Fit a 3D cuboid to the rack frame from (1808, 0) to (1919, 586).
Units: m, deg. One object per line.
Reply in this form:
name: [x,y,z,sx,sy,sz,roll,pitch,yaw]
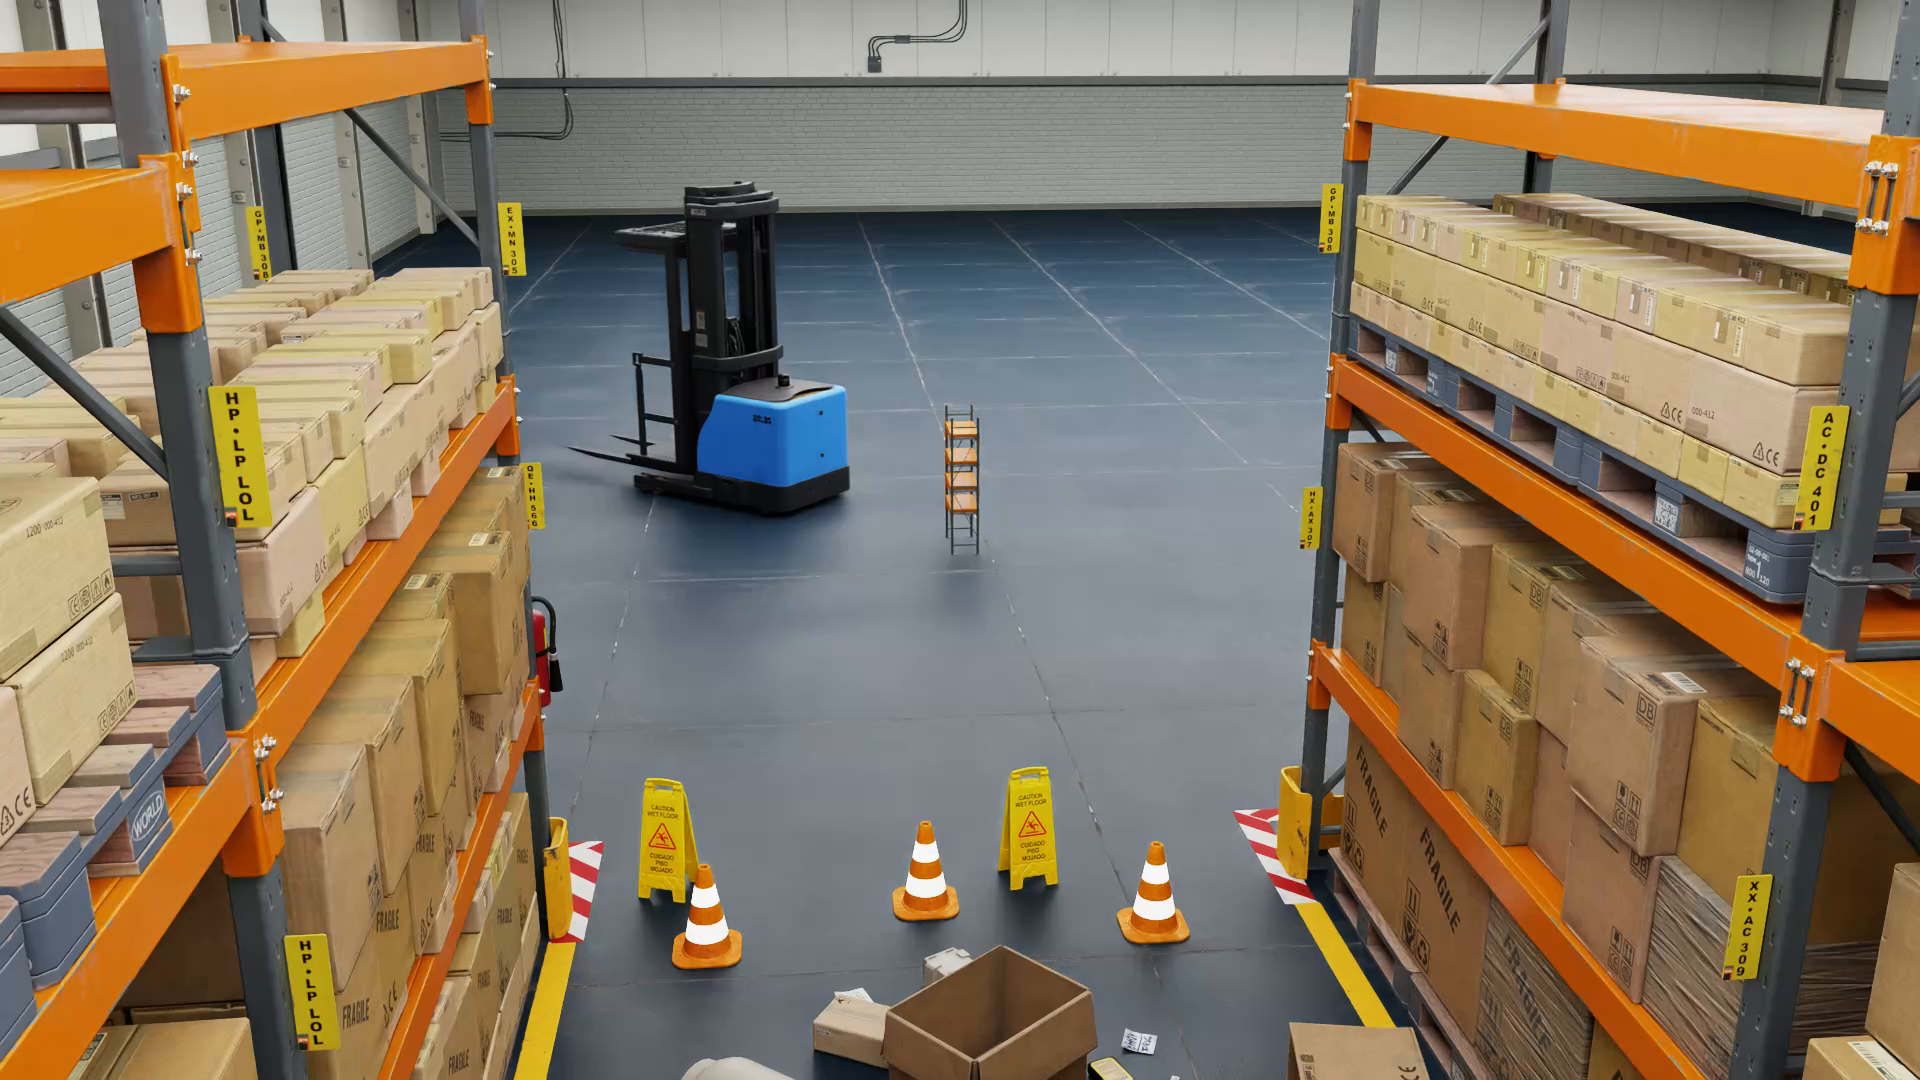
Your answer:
rack frame: [2.749,-1.346,3.941,1.000,3.000,0.127,-2,18,-6]

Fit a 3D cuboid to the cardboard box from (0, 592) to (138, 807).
cardboard box: [-1.959,0.309,3.227,0.500,0.250,0.500,-2,18,-7]

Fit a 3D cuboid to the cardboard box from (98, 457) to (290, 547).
cardboard box: [-1.872,-0.096,4.057,0.380,0.149,0.250,-2,18,-7]

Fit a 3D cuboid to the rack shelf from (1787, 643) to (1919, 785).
rack shelf: [2.956,1.024,2.600,1.077,0.370,4.000,-2,18,-6]

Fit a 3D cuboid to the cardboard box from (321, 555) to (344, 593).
cardboard box: [-2.045,0.062,4.885,0.380,0.149,0.250,-1,17,-4]

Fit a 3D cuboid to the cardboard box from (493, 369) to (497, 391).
cardboard box: [-2.261,-0.706,7.330,0.380,0.149,0.250,-2,18,-5]

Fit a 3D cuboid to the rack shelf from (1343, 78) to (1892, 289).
rack shelf: [2.543,-1.408,6.007,1.077,0.370,4.000,-2,18,-6]

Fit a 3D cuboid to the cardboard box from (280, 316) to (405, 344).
cardboard box: [-2.221,-0.710,6.011,0.380,0.149,0.250,-2,18,-7]

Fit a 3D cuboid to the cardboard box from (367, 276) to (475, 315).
cardboard box: [-2.259,-1.015,6.981,0.380,0.149,0.250,-1,17,-5]

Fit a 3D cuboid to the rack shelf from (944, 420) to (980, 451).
rack shelf: [0.017,-0.898,14.223,0.258,0.148,0.480,-2,18,-6]

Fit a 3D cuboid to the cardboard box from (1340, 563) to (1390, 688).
cardboard box: [2.420,0.362,8.266,0.875,0.550,0.550,-2,18,-6]

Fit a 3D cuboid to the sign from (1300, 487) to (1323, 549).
sign: [1.784,-0.111,8.445,0.100,0.325,0.005,-2,18,-6]

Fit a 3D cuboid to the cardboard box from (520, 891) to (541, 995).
cardboard box: [-2.223,1.859,7.638,0.500,0.250,0.500,-2,18,-6]

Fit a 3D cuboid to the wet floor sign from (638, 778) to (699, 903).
wet floor sign: [-1.532,1.541,8.691,0.267,0.644,0.232,4,18,13]

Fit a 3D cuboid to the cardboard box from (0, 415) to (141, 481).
cardboard box: [-2.455,-0.236,4.500,0.380,0.149,0.250,-1,17,-4]

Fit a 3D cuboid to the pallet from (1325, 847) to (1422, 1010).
pallet: [2.497,1.891,8.302,1.003,0.211,1.213,-2,18,-6]

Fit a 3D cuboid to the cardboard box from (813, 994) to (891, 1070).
cardboard box: [-0.432,2.196,7.435,0.380,0.149,0.250,8,19,23]

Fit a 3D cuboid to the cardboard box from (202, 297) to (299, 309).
cardboard box: [-2.785,-0.844,6.438,0.380,0.149,0.250,-2,18,-6]

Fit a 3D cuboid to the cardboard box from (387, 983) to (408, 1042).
cardboard box: [-2.003,1.489,5.347,0.380,0.149,0.250,-1,17,-4]

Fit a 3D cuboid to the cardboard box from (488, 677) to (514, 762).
cardboard box: [-2.199,0.620,7.030,0.500,0.500,0.500,-2,18,-6]

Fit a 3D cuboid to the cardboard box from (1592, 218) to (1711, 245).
cardboard box: [2.813,-1.223,6.778,0.380,0.149,0.250,-2,18,-5]

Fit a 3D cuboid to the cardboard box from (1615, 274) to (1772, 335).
cardboard box: [2.318,-0.747,5.262,0.380,0.149,0.250,-1,17,-5]

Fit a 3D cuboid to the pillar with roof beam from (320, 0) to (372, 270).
pillar with roof beam: [-6.531,-9.248,29.112,9.100,9.000,0.400,-2,18,-6]

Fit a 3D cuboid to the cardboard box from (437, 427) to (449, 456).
cardboard box: [-2.177,-0.402,6.363,0.380,0.149,0.250,-2,18,-6]

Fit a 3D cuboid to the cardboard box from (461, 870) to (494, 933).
cardboard box: [-2.081,1.443,6.627,0.380,0.149,0.250,-1,17,-3]

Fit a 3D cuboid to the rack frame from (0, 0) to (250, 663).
rack frame: [-2.164,-1.163,3.358,1.000,3.000,0.127,-2,18,-6]

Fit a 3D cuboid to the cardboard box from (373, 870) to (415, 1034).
cardboard box: [-2.007,1.221,5.116,0.500,0.500,0.500,-2,18,-6]

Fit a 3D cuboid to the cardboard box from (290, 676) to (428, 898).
cardboard box: [-2.024,0.742,4.973,0.700,0.500,0.500,-2,18,-5]

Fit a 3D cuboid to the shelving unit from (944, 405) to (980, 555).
shelving unit: [0.017,-0.523,14.340,0.258,1.200,0.503,-2,18,-6]

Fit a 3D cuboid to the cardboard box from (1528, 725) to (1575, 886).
cardboard box: [2.682,1.007,6.210,0.875,0.550,0.550,-2,18,-6]

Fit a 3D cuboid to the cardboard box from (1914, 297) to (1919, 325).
cardboard box: [3.022,-0.619,4.852,0.380,0.149,0.250,-2,18,-6]

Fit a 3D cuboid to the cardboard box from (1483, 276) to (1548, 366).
cardboard box: [2.288,-0.822,6.167,0.500,0.250,0.500,-2,18,-6]

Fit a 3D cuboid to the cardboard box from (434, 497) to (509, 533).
cardboard box: [-2.262,0.137,6.899,0.700,0.500,0.500,-2,18,-5]

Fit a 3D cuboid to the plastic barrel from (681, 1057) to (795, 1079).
plastic barrel: [-0.857,2.305,6.628,0.512,0.421,0.421,11,21,32]

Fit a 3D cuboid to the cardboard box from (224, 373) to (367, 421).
cardboard box: [-2.022,-0.403,5.035,0.380,0.149,0.250,-2,18,-7]

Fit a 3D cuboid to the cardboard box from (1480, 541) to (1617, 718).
cardboard box: [2.592,0.335,6.548,0.875,0.550,0.500,-2,18,-6]

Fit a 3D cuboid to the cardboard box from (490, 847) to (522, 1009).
cardboard box: [-2.177,1.647,7.060,0.500,0.500,0.500,-1,17,-4]

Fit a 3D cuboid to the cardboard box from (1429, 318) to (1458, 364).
cardboard box: [2.158,-0.822,6.831,0.380,0.149,0.250,-2,18,-5]

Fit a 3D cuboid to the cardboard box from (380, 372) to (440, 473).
cardboard box: [-2.092,-0.395,5.674,0.500,0.250,0.500,-2,18,-5]

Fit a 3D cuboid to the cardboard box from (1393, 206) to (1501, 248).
cardboard box: [2.106,-1.355,7.198,0.380,0.149,0.250,-2,18,-6]

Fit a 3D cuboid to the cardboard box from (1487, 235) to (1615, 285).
cardboard box: [2.211,-1.051,6.230,0.380,0.149,0.250,-2,17,-5]

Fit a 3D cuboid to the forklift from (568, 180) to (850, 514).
forklift: [-2.564,-1.958,16.020,3.031,2.935,1.130,12,21,33]

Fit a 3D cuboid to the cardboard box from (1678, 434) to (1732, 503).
cardboard box: [2.368,-0.217,4.904,0.380,0.149,0.250,-1,17,-5]

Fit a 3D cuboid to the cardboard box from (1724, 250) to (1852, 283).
cardboard box: [2.917,-0.922,5.817,0.380,0.149,0.250,-2,18,-6]

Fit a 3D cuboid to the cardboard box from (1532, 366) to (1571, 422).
cardboard box: [2.261,-0.521,5.873,0.380,0.149,0.250,-2,18,-6]

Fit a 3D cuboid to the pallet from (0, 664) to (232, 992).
pallet: [-2.206,0.545,3.239,1.213,0.211,1.003,-2,18,-6]

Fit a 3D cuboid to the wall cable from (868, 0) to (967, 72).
wall cable: [-0.976,-13.733,37.718,2.305,6.003,0.169,-2,18,-6]

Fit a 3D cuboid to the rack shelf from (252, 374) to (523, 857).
rack shelf: [-2.370,0.015,5.813,1.077,0.370,4.000,-2,18,-6]

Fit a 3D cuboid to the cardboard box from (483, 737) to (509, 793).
cardboard box: [-2.127,0.957,7.040,0.380,0.149,0.250,-1,17,-5]

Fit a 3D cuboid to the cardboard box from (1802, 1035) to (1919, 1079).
cardboard box: [2.536,1.633,4.299,0.500,0.500,0.500,-2,17,-5]

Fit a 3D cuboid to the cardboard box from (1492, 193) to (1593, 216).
cardboard box: [2.709,-1.525,7.741,0.380,0.149,0.250,-2,18,-5]

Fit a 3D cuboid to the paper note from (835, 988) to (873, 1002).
paper note: [-0.499,2.144,7.796,0.148,0.019,0.142,-8,19,-25]

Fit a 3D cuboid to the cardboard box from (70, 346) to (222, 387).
cardboard box: [-2.669,-0.539,5.467,0.380,0.149,0.250,-2,17,-5]

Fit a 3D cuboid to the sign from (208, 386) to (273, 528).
sign: [-1.612,-0.185,3.729,0.100,0.325,0.005,-2,18,-6]

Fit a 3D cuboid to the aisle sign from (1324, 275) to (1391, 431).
aisle sign: [2.031,-0.928,8.284,0.394,0.787,0.004,-2,18,-6]

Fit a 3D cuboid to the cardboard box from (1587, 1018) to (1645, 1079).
cardboard box: [2.754,2.140,5.699,0.875,0.875,0.875,-2,17,-5]

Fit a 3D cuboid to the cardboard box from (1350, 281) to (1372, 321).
cardboard box: [2.053,-1.123,7.789,0.380,0.149,0.250,-2,18,-5]
